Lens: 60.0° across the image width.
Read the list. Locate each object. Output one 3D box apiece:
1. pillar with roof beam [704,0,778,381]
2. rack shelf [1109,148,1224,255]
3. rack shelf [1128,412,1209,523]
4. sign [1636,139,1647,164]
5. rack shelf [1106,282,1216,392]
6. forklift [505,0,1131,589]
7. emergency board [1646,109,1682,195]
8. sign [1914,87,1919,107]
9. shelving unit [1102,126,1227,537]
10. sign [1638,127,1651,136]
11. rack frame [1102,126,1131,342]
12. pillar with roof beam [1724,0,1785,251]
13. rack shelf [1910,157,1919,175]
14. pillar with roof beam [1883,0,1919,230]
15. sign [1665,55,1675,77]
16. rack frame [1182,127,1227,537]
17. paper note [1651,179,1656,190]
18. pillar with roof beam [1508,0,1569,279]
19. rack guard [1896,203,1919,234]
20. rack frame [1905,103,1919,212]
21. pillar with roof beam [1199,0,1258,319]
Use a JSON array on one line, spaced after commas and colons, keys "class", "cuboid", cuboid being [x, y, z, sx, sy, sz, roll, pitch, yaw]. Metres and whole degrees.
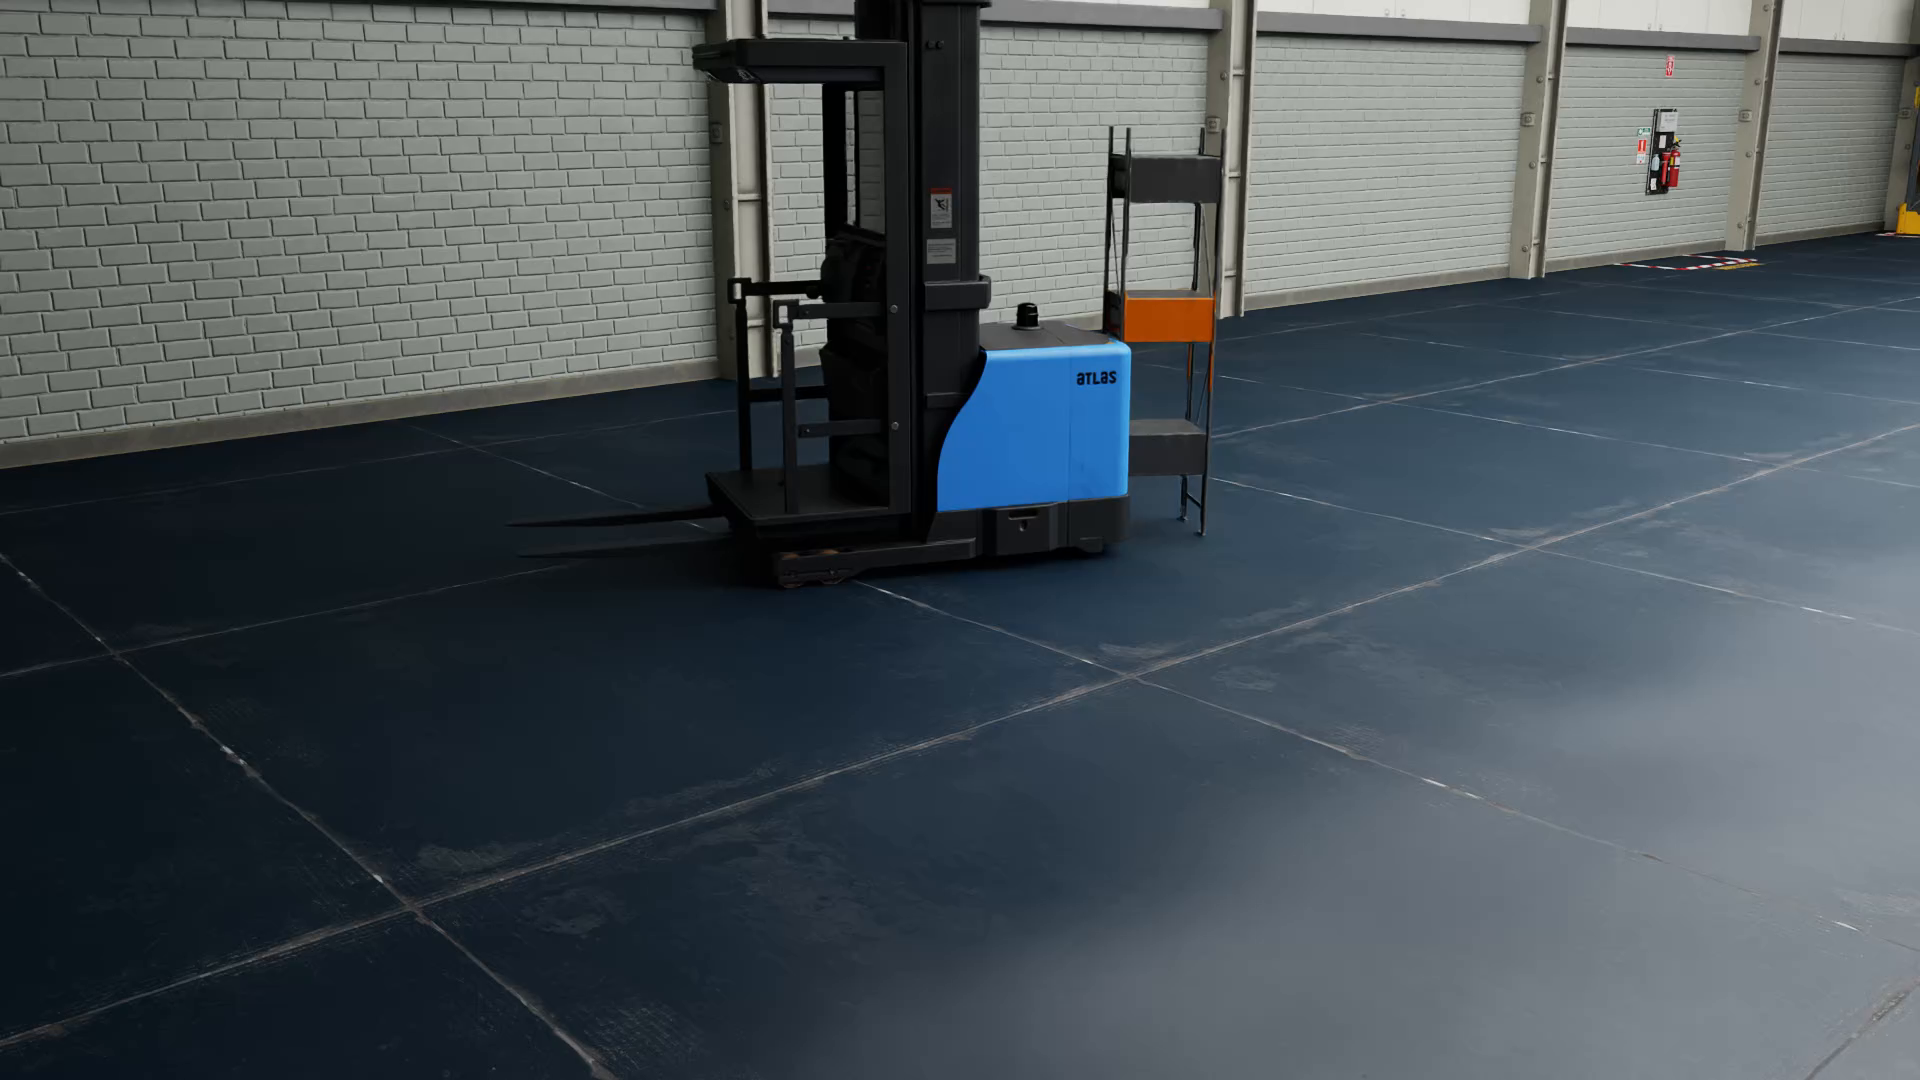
[{"class": "pillar with roof beam", "cuboid": [1.065, -4.865, 9.527, 0.400, 9.000, 9.100, -13, 19, -39]}, {"class": "rack shelf", "cuboid": [1.045, -1.741, 8.525, 0.480, 0.518, 0.431, -2, 15, -9]}, {"class": "rack shelf", "cuboid": [1.027, -0.388, 8.886, 0.480, 0.518, 0.431, -2, 15, -9]}, {"class": "sign", "cuboid": [9.443, -5.387, 23.035, 0.234, 0.329, 0.001, -13, 19, -39]}, {"class": "rack shelf", "cuboid": [1.036, -1.064, 8.706, 0.480, 0.518, 0.431, -2, 15, -9]}, {"class": "forklift", "cuboid": [-0.708, -1.338, 8.079, 3.031, 2.935, 1.130, -5, 16, -19]}, {"class": "emergency board", "cuboid": [9.928, -5.443, 23.315, 0.643, 1.169, 0.194, -13, 19, -39]}, {"class": "sign", "cuboid": [16.034, -7.407, 27.813, 0.005, 0.325, 0.100, -13, 19, -39]}, {"class": "shelving unit", "cuboid": [1.036, -1.078, 8.702, 0.503, 2.100, 0.431, -2, 15, -9]}, {"class": "sign", "cuboid": [9.453, -5.642, 22.963, 0.331, 0.109, 0.001, -13, 19, -39]}, {"class": "rack frame", "cuboid": [0.795, -1.071, 8.665, 0.015, 2.100, 0.400, -2, 15, -9]}, {"class": "pillar with roof beam", "cuboid": [14.643, -7.915, 20.943, 0.400, 9.000, 9.100, -13, 19, -39]}, {"class": "rack shelf", "cuboid": [17.892, -6.575, 28.947, 4.000, 0.370, 1.077, -13, 19, -39]}, {"class": "pillar with roof beam", "cuboid": [19.170, -8.931, 24.748, 0.400, 9.000, 9.100, -13, 19, -39]}, {"class": "sign", "cuboid": [9.857, -6.581, 23.084, 0.199, 0.298, 0.001, -13, 19, -39]}, {"class": "rack frame", "cuboid": [1.277, -1.084, 8.739, 0.015, 2.100, 0.400, -2, 15, -9]}, {"class": "paper note", "cuboid": [9.749, -5.001, 23.367, 0.142, 0.148, 0.016, -13, 19, -39]}, {"class": "pillar with roof beam", "cuboid": [10.117, -6.898, 17.138, 0.400, 9.000, 9.100, -13, 19, -39]}, {"class": "rack guard", "cuboid": [16.441, -5.389, 27.956, 0.348, 0.500, 1.175, -13, 19, -39]}, {"class": "rack frame", "cuboid": [16.384, -6.584, 27.586, 0.127, 3.000, 1.000, -13, 19, -39]}, {"class": "pillar with roof beam", "cuboid": [5.591, -5.882, 13.333, 0.400, 9.000, 9.100, -13, 19, -39]}]
